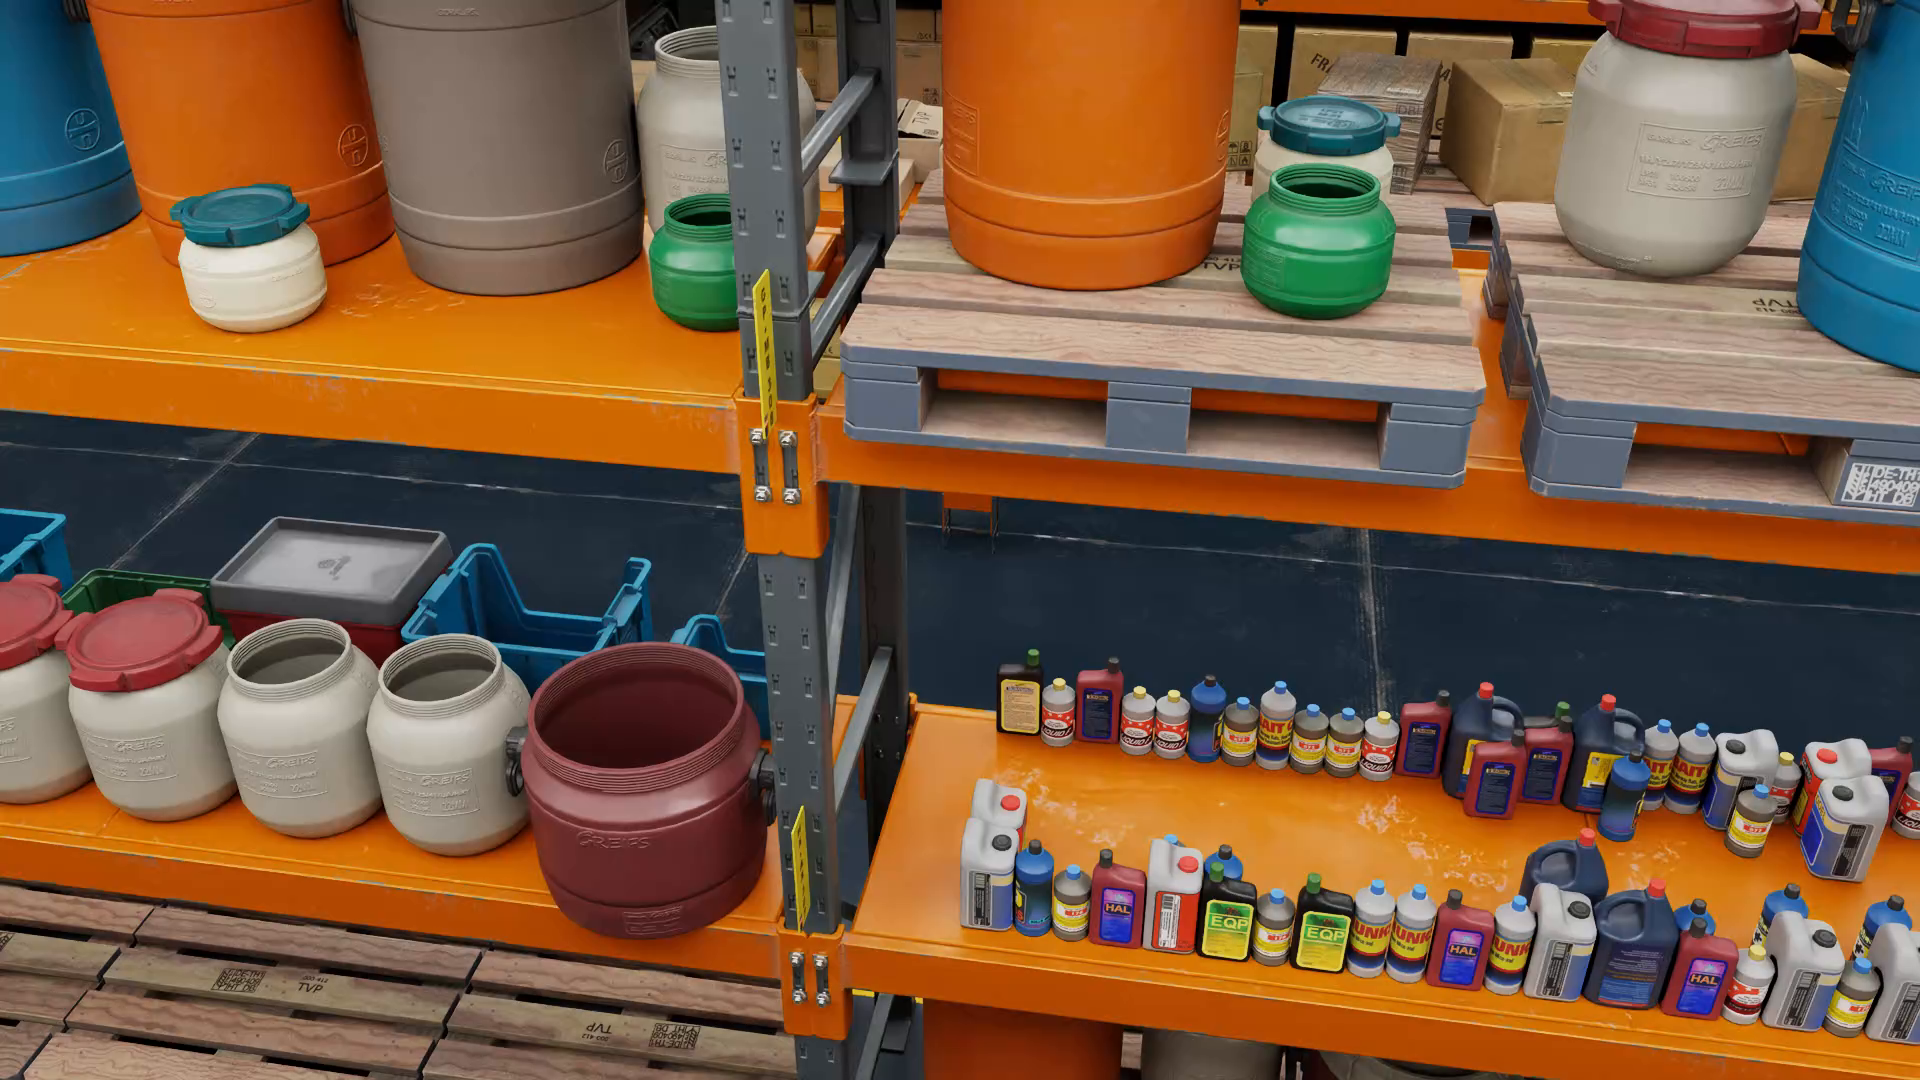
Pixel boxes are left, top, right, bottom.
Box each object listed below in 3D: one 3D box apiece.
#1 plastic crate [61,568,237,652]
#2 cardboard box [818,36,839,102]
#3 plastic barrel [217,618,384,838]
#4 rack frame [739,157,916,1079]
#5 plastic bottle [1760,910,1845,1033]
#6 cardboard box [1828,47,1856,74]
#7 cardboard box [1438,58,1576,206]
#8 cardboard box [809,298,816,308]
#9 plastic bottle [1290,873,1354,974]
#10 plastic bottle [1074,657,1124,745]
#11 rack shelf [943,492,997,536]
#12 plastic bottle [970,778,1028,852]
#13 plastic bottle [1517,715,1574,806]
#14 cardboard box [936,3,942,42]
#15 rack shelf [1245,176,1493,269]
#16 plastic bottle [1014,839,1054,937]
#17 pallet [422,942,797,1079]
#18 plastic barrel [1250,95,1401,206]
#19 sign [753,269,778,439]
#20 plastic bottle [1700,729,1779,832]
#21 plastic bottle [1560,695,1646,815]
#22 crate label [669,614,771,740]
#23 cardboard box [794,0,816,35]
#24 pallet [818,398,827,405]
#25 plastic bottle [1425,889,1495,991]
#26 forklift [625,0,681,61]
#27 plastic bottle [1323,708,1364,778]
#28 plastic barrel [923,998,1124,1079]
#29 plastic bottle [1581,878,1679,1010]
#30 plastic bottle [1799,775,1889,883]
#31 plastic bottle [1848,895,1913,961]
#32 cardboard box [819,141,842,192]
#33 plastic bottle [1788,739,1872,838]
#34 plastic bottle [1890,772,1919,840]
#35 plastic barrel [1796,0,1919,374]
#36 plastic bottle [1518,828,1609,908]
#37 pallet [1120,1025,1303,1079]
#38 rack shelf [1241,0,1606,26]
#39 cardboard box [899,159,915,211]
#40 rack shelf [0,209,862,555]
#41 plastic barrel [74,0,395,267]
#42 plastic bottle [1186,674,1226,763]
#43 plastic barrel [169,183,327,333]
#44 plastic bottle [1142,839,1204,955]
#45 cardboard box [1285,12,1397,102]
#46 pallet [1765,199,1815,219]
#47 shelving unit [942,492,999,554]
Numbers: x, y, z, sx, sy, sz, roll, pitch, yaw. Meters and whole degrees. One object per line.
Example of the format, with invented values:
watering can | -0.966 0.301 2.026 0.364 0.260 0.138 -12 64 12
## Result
plastic crate | -2.475 0.316 5.118 0.662 0.188 0.450 5 32 8
cardboard box | -0.830 -3.946 13.669 0.500 0.500 0.700 6 32 9
plastic barrel | -1.761 0.510 4.502 0.421 0.512 0.421 0 32 0
rack frame | -0.296 0.575 4.504 0.127 3.000 1.000 5 32 8
plastic bottle | 1.985 1.009 3.928 0.135 0.276 0.152 5 32 8
cardboard box | 6.703 -3.570 12.475 0.250 0.149 0.380 4 32 7
cardboard box | 2.732 -2.004 8.134 0.500 0.500 0.700 -3 32 -4
cardboard box | -1.027 -1.273 9.123 0.500 0.311 0.500 5 32 8
plastic bottle | 0.884 0.930 4.047 0.133 0.283 0.061 5 32 8
plastic bottle | 0.402 0.458 4.800 0.133 0.283 0.061 5 32 8
rack shelf | 0.053 -0.196 8.117 0.240 0.259 0.215 5 32 8
plastic bottle | 0.101 0.756 4.332 0.135 0.276 0.152 5 32 8
plastic bottle | 1.604 0.600 4.574 0.133 0.283 0.061 5 32 8
cardboard box | 0.101 -4.172 13.322 0.500 0.250 0.500 6 33 9
rack shelf | 2.512 -1.531 8.548 4.000 0.370 1.077 5 32 8
plastic bottle | 0.186 0.862 4.167 0.097 0.271 0.097 0 32 0
pallet | -1.053 1.668 5.386 1.213 0.211 1.003 5 32 8
plastic barrel | 0.785 -0.796 3.603 0.301 0.262 0.301 0 32 0
sign | -0.382 -0.363 3.275 0.005 0.325 0.100 5 32 8
plastic bottle | 2.113 0.641 4.516 0.135 0.276 0.152 5 32 8
plastic bottle | 1.764 0.576 4.550 0.185 0.351 0.144 5 32 8
crate label | -0.648 0.413 4.921 0.416 0.233 0.303 5 32 8
cardboard box | -1.409 -4.313 13.549 0.500 0.250 0.500 5 32 7
pallet | -0.264 -0.927 9.532 1.213 0.211 1.003 5 32 8
plastic bottle | 1.207 0.960 4.000 0.133 0.283 0.061 5 32 8
forklift | -1.720 -3.087 10.419 3.031 2.935 1.130 5 32 8
plastic bottle | 1.088 0.565 4.707 0.097 0.201 0.097 0 32 0
plastic barrel | 0.189 1.352 4.912 0.708 0.830 0.600 5 32 8
plastic bottle | 1.600 0.944 3.961 0.185 0.351 0.144 5 32 8
plastic bottle | 2.316 0.741 4.355 0.135 0.276 0.152 5 32 8
plastic bottle | 2.217 0.964 4.004 0.097 0.271 0.097 0 32 0
cardboard box | -0.726 -1.993 8.843 0.250 0.149 0.380 8 33 12
plastic bottle | 2.342 0.662 4.482 0.135 0.276 0.152 5 32 8
plastic bottle | 2.592 0.701 4.490 0.097 0.201 0.097 0 32 0
plastic barrel | 1.939 -0.802 3.009 0.708 0.901 0.600 5 32 8
plastic bottle | 1.493 0.853 4.107 0.185 0.351 0.144 5 32 8
pallet | 0.488 1.806 5.166 1.213 0.211 1.003 5 32 8
rack shelf | 3.342 -4.123 12.687 4.000 0.370 1.077 5 32 8
cardboard box | -0.392 -1.844 8.606 0.250 0.149 0.380 5 32 8
rack shelf | -2.268 -0.570 4.184 4.000 0.370 1.077 5 32 8
plastic barrel | -1.714 -1.123 3.986 0.708 0.830 0.600 5 32 8
plastic bottle | 0.704 0.501 4.744 0.097 0.271 0.097 0 32 0
plastic barrel | -1.589 -0.629 3.731 0.301 0.262 0.301 0 32 0
plastic bottle | 0.532 0.877 4.139 0.135 0.276 0.152 5 32 8
cardboard box | 2.936 -3.657 12.896 0.750 0.750 0.750 5 32 8
pallet | 3.714 -1.705 8.328 1.213 0.211 1.003 5 32 8
shelving unit | 0.053 -0.440 7.964 0.252 1.050 0.215 5 32 8
